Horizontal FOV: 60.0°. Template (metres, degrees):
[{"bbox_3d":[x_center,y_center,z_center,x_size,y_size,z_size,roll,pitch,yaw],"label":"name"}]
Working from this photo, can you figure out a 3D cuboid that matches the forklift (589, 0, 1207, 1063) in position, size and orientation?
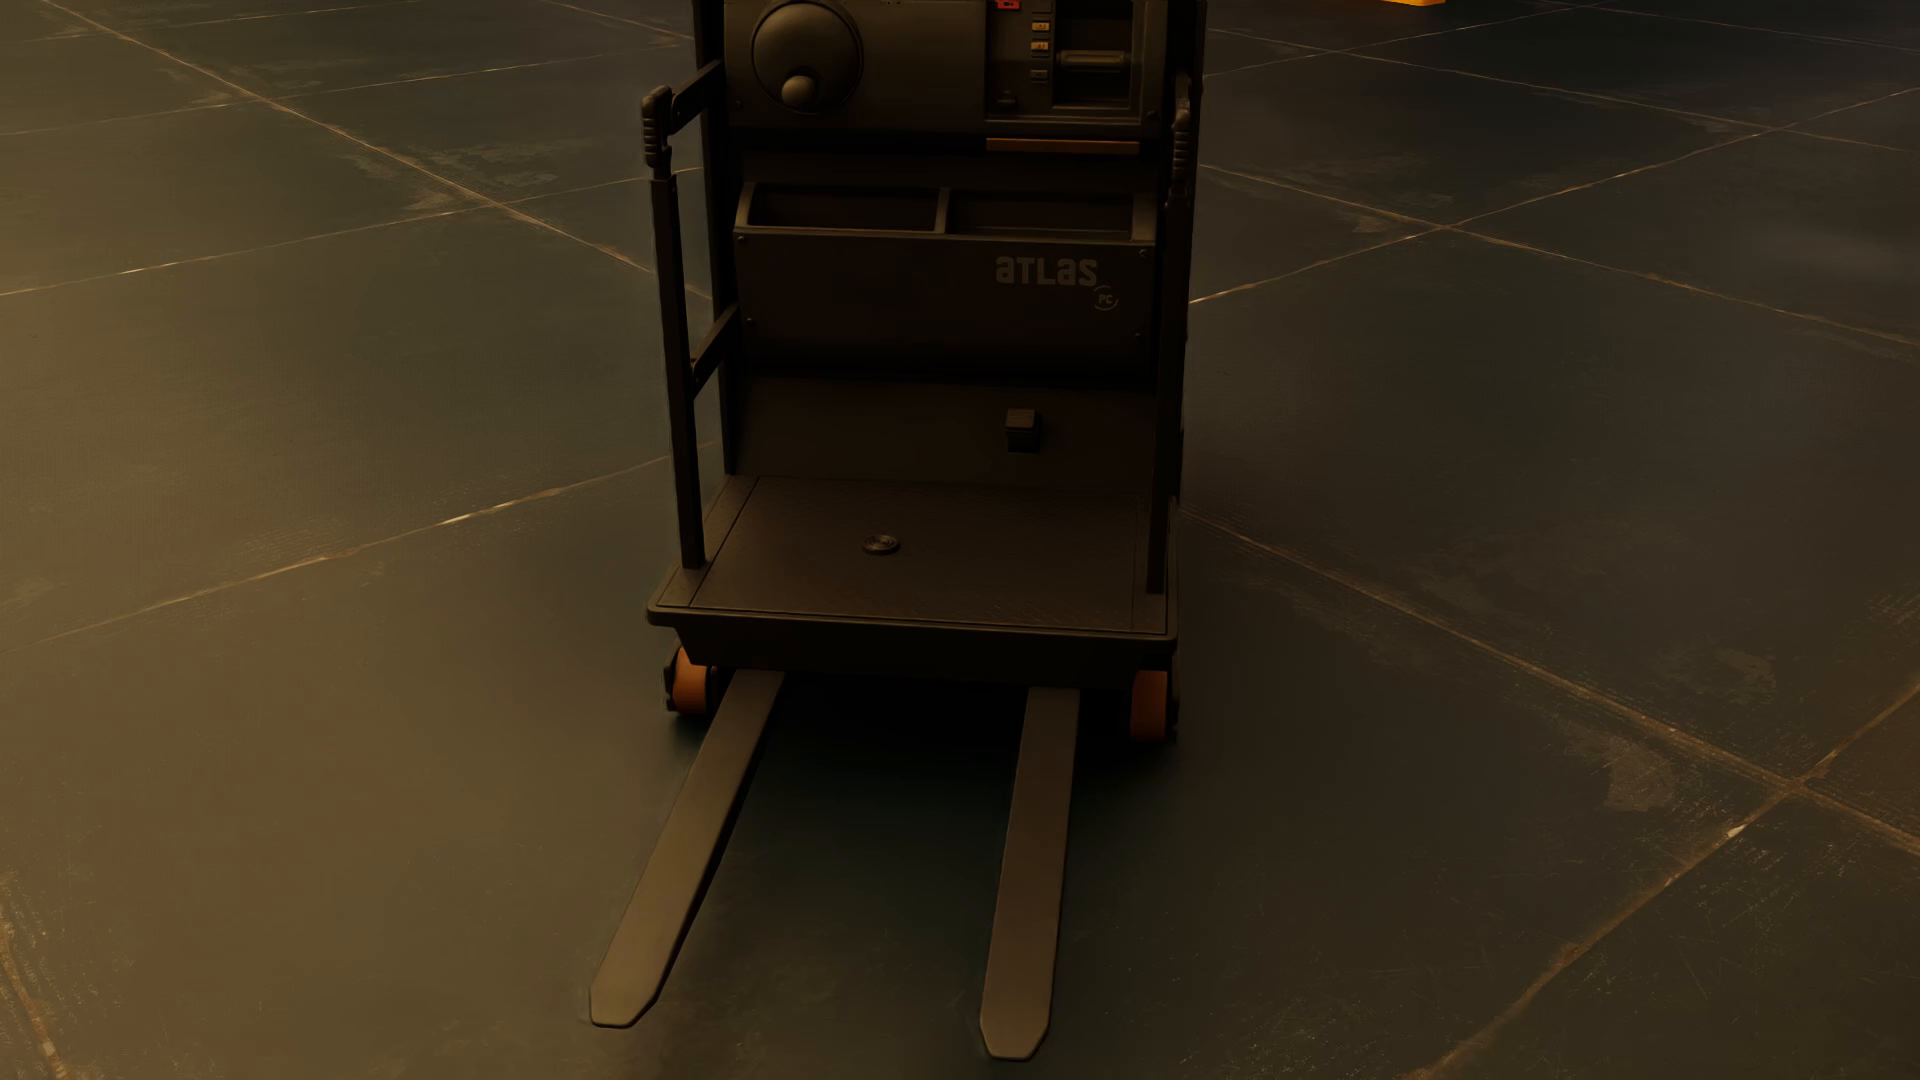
[{"bbox_3d":[-0.054,-1.031,3.282,1.130,2.935,3.031,3,27,6],"label":"forklift"}]
